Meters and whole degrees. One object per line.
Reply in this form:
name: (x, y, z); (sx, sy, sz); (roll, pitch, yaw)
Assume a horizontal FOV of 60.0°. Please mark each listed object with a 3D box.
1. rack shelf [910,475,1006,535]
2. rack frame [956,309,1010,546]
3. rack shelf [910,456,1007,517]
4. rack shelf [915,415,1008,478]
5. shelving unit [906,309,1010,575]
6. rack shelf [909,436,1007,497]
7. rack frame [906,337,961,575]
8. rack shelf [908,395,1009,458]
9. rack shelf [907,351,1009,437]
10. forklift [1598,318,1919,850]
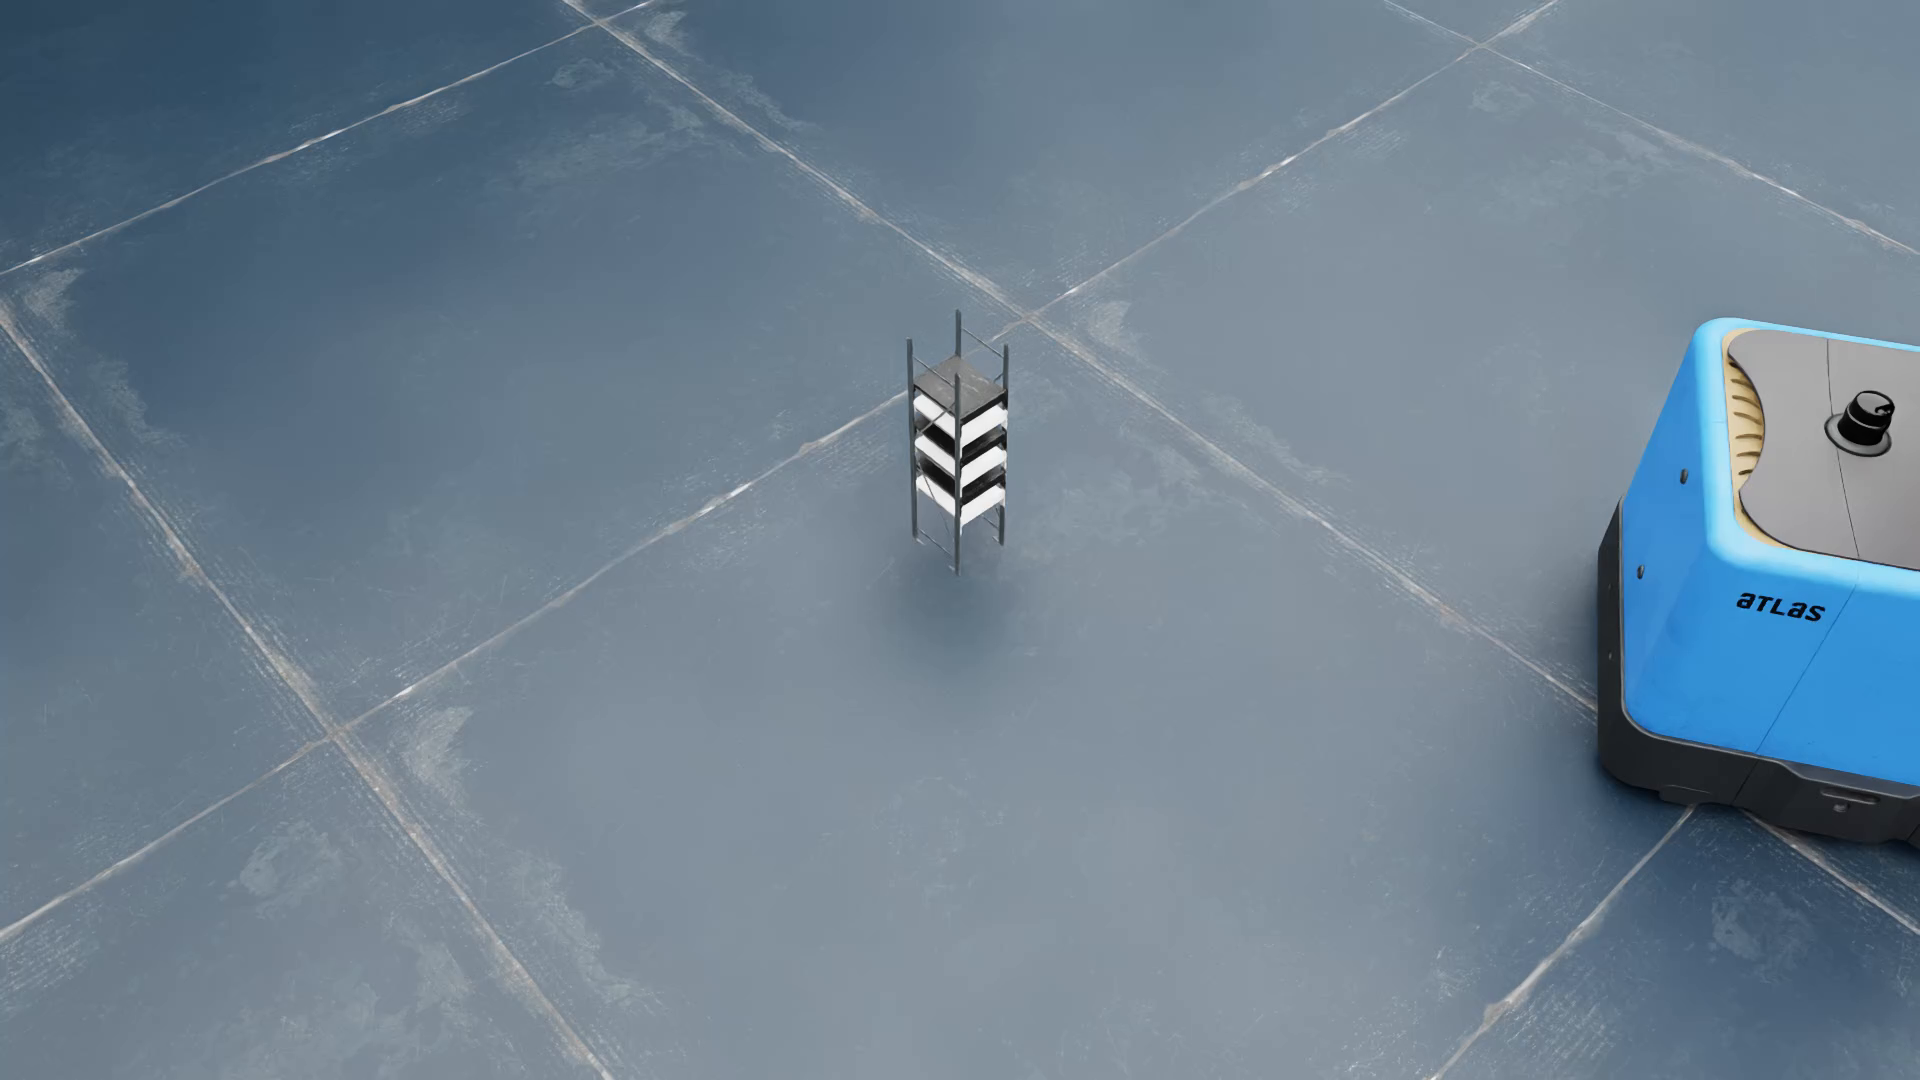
rack shelf: (-0.006, -0.156, 5.572); (0.200, 0.077, 0.258); (-34, 56, -27)
rack frame: (0.069, -0.351, 5.462); (0.006, 0.900, 0.240); (-34, 56, -27)
rack shelf: (-0.006, -0.218, 5.506); (0.200, 0.077, 0.258); (-34, 56, -27)
rack shelf: (-0.006, -0.340, 5.374); (0.200, 0.077, 0.258); (-34, 56, -27)
shelving unit: (-0.006, -0.301, 5.416); (0.210, 0.900, 0.258); (-34, 56, -27)
rack shelf: (-0.006, -0.279, 5.440); (0.200, 0.077, 0.258); (-34, 56, -27)
rack frame: (-0.081, -0.251, 5.369); (0.006, 0.900, 0.240); (-34, 56, -27)
rack shelf: (-0.006, -0.401, 5.308); (0.200, 0.077, 0.258); (-34, 56, -27)
rack shelf: (-0.006, -0.462, 5.242); (0.200, 0.077, 0.258); (-34, 56, -27)
forklift: (3.513, -0.321, 4.052); (3.031, 2.935, 1.130); (11, 48, 10)
